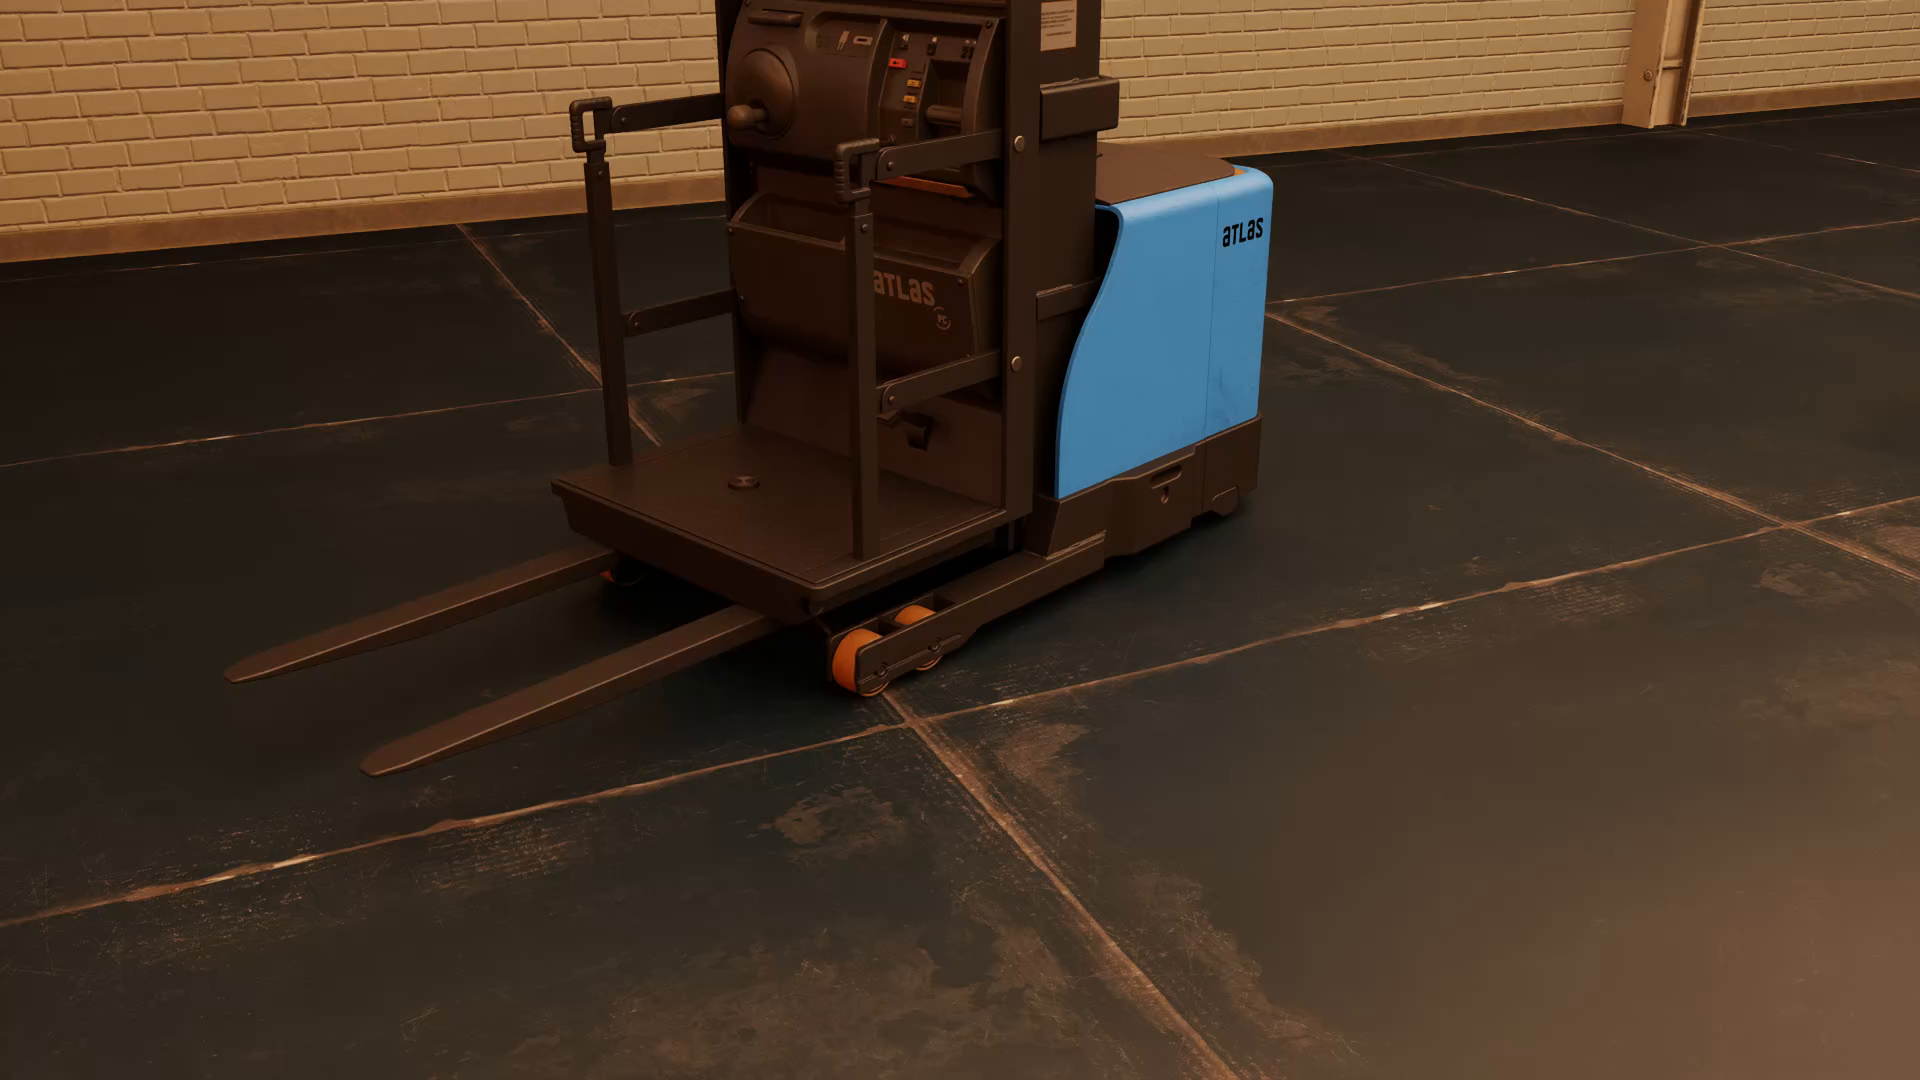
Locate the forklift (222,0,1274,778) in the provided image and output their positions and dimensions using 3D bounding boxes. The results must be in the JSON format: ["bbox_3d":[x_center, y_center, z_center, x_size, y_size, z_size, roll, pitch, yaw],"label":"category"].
[{"bbox_3d":[-0.413,-1.182,4.131,1.130,2.935,3.031,19,29,39],"label":"forklift"}]
